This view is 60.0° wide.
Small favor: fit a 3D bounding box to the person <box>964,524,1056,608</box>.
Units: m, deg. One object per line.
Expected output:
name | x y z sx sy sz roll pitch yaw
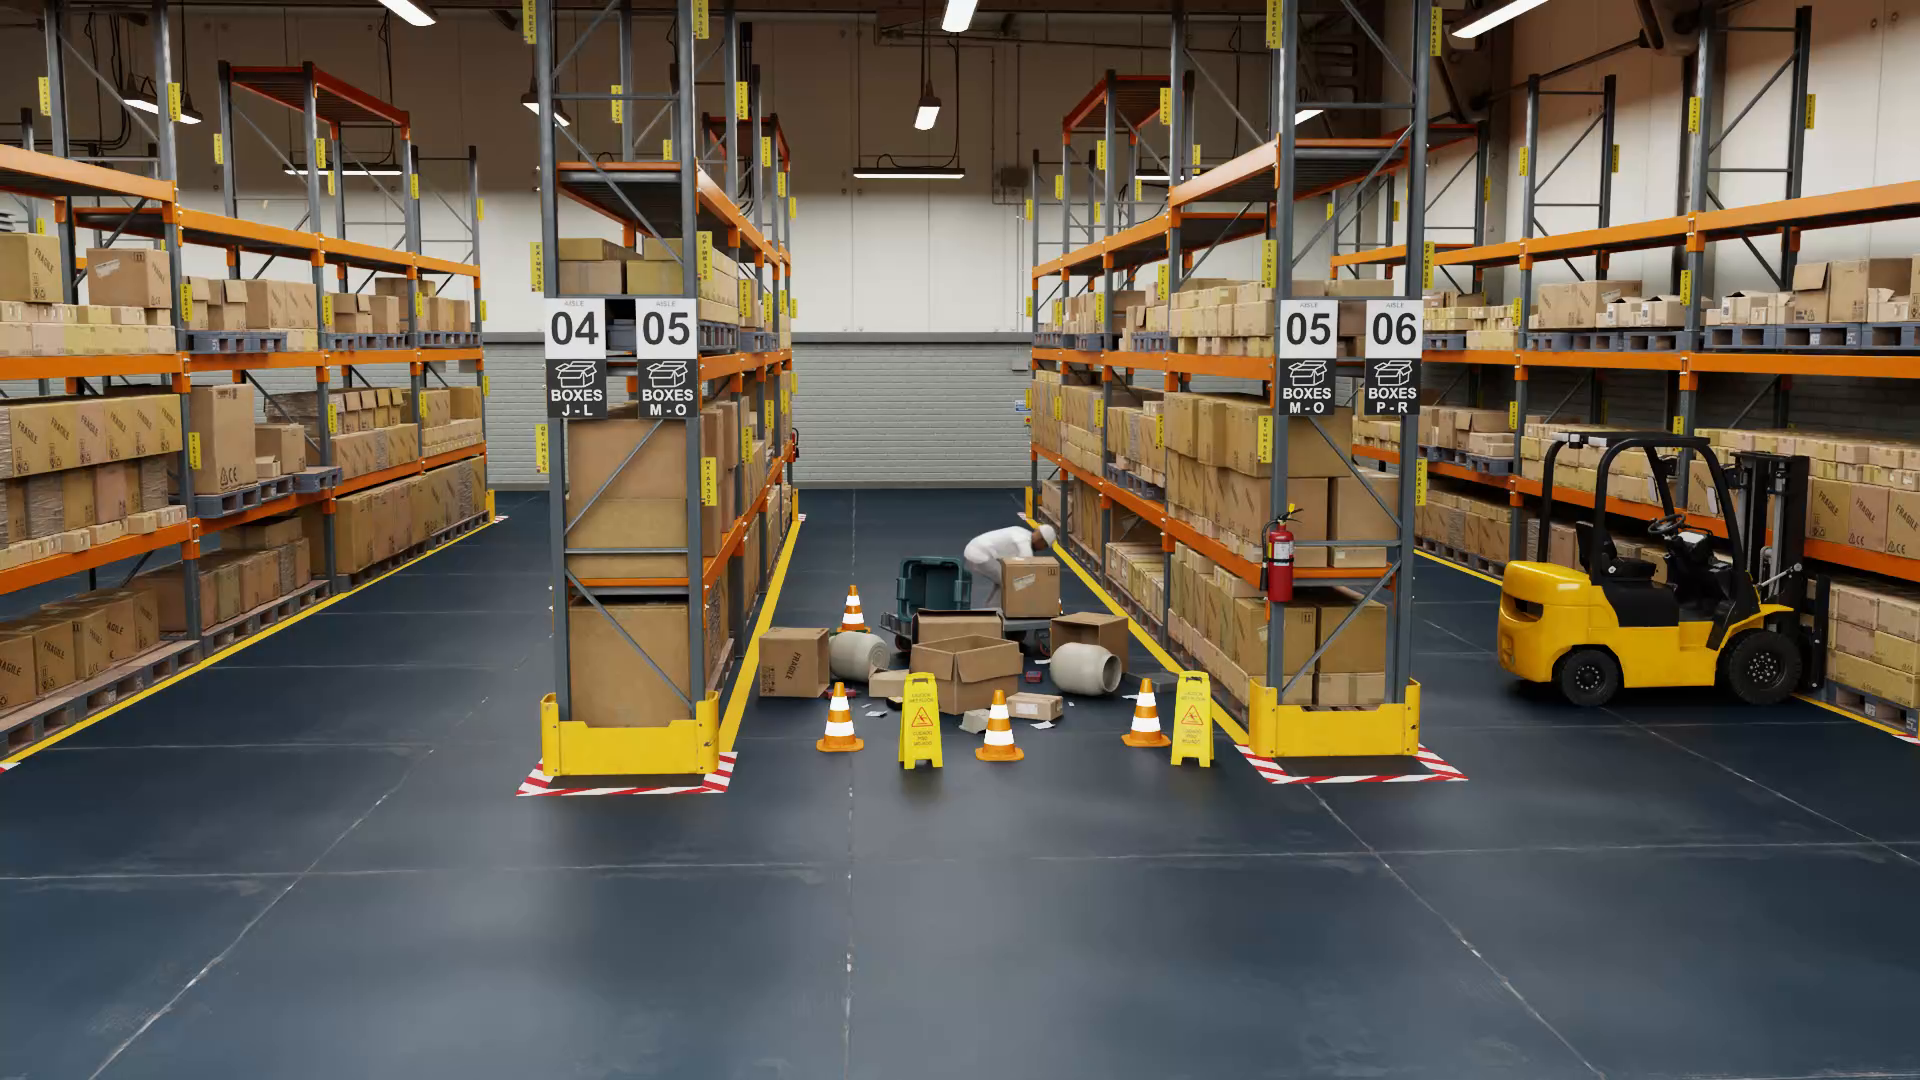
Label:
person | 0.523 0.351 17.343 0.963 1.022 0.523 -1 7 -6
